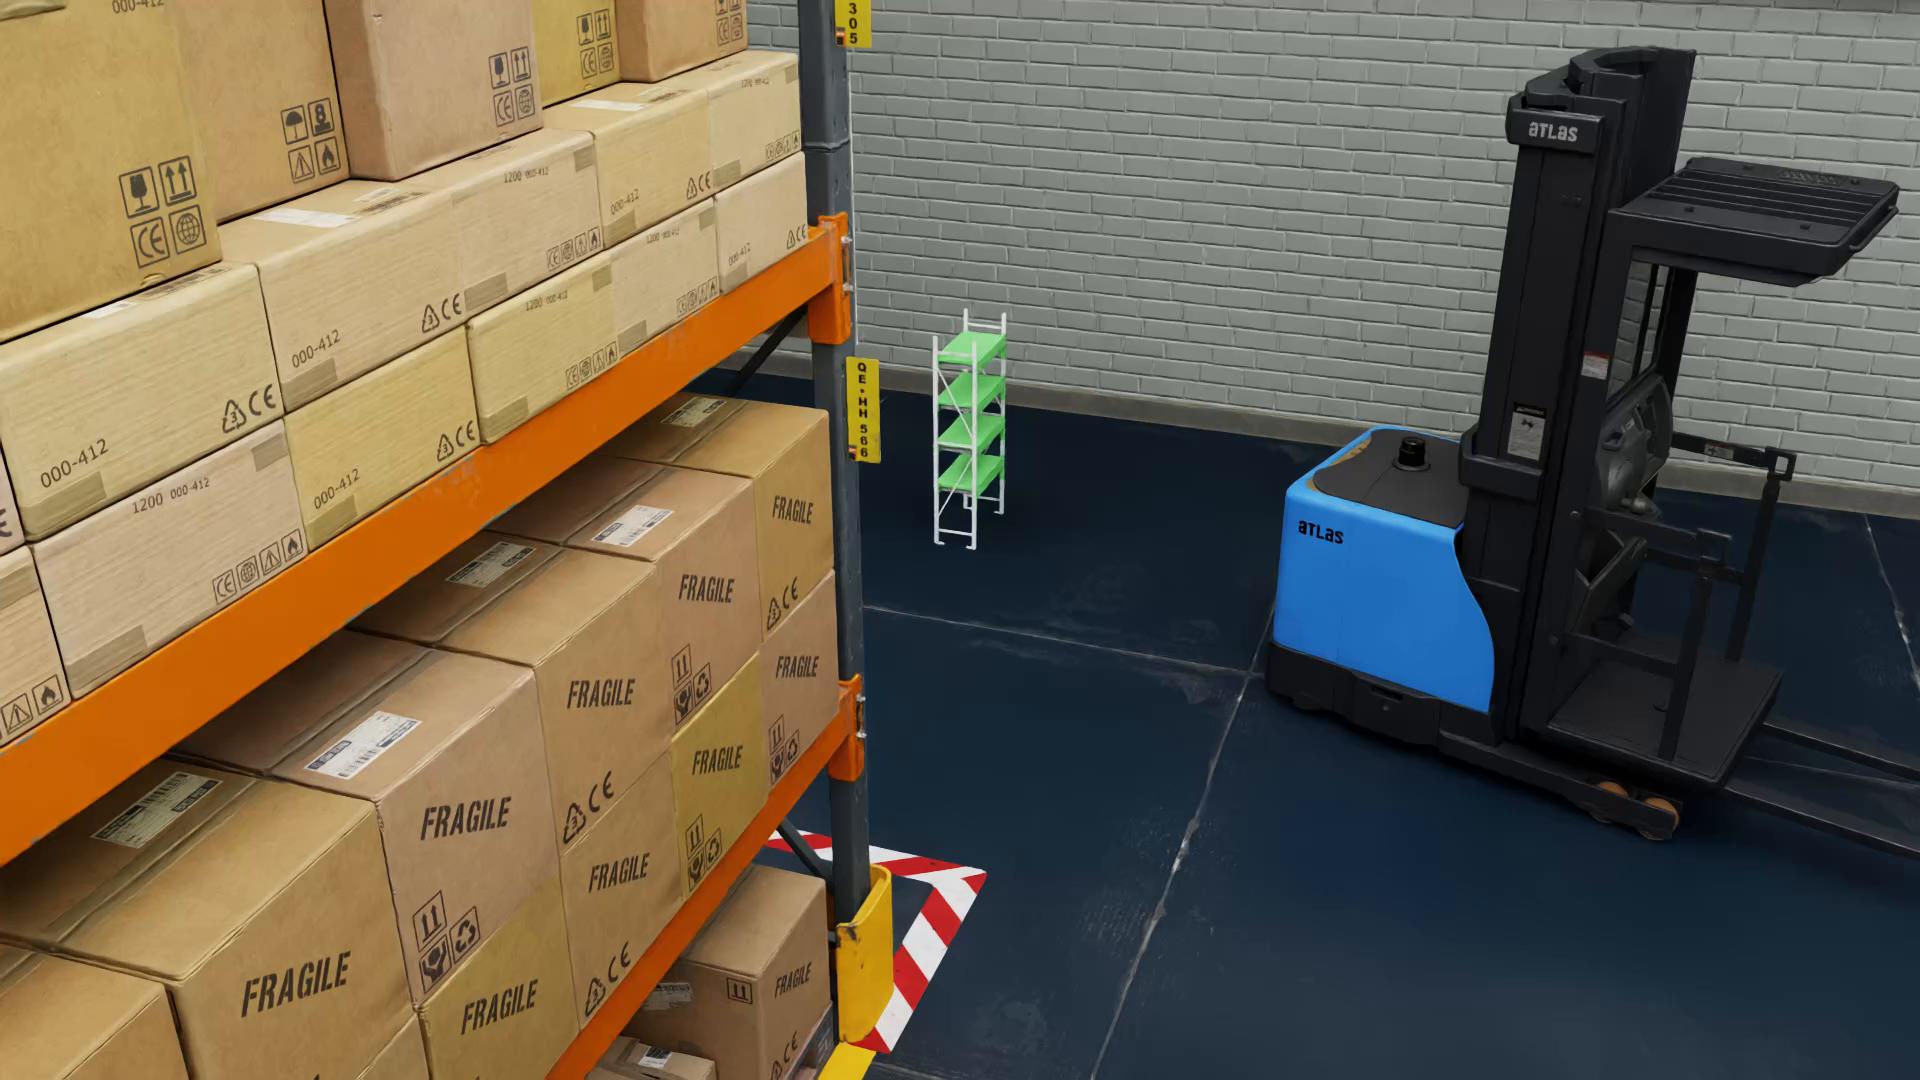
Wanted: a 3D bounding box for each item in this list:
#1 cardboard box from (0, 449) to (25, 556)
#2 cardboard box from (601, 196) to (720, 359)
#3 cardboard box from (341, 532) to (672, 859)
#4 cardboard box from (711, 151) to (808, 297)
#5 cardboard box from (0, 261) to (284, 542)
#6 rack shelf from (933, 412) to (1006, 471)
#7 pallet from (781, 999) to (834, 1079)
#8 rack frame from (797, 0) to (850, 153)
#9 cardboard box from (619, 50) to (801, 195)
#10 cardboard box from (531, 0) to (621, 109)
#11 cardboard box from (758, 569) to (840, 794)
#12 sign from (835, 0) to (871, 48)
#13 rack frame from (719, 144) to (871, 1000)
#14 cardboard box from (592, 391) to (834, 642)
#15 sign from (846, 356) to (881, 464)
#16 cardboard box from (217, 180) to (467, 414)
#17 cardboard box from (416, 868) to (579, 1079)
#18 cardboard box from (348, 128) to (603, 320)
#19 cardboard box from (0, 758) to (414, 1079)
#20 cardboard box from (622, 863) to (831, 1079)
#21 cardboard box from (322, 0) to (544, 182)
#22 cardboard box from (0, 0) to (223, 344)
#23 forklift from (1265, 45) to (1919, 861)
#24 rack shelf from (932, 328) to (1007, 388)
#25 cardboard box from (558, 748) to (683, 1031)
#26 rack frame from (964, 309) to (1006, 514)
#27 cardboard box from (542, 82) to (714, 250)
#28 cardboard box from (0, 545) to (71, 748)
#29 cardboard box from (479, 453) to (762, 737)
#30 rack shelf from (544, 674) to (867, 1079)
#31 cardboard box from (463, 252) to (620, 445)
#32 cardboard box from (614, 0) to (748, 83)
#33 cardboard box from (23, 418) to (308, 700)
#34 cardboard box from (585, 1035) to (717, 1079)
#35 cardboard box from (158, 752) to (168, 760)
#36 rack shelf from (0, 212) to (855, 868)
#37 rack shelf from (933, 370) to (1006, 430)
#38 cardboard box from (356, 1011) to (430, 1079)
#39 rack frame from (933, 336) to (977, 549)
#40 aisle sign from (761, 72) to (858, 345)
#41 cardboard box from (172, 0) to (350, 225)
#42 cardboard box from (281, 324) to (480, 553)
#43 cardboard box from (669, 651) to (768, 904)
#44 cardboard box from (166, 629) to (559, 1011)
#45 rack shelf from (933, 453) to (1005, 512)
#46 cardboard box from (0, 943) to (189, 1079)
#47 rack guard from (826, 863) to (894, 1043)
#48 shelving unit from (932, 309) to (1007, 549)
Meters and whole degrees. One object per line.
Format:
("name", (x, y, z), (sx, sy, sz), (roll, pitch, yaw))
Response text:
("cardboard box", (-1.571, -0.041, 2.048), (0.500, 0.250, 0.500), (9, 27, 17))
("cardboard box", (-0.900, -0.637, 3.853), (0.500, 0.250, 0.500), (9, 27, 17))
("cardboard box", (-1.025, 0.342, 3.840), (0.500, 0.500, 0.500), (10, 27, 19))
("cardboard box", (-0.723, -0.840, 4.274), (0.500, 0.250, 0.500), (9, 27, 17))
("cardboard box", (-1.394, -0.244, 2.469), (0.500, 0.250, 0.500), (9, 27, 17))
("rack shelf", (0.055, -0.551, 9.157), (0.258, 0.148, 0.480), (9, 27, 17))
("pallet", (-1.091, 1.807, 5.276), (1.003, 0.211, 1.213), (9, 27, 17))
("rack frame", (-0.801, -2.507, 4.103), (1.000, 3.000, 0.127), (9, 27, 17))
("cardboard box", (-0.732, -1.067, 4.168), (0.500, 0.250, 0.500), (9, 27, 17))
("cardboard box", (-1.203, -1.246, 3.677), (0.700, 0.500, 0.500), (9, 27, 17))
("cardboard box", (-0.693, 0.371, 4.926), (0.500, 0.500, 0.500), (10, 27, 19))
("sign", (-0.284, -1.467, 4.380), (0.100, 0.325, 0.005), (9, 27, 17))
("rack frame", (-0.801, 0.193, 5.410), (1.000, 3.000, 0.127), (9, 27, 17))
("cardboard box", (-0.690, -0.080, 4.710), (0.500, 0.500, 0.500), (9, 27, 17))
("sign", (-0.284, -0.382, 4.905), (0.100, 0.325, 0.005), (9, 27, 17))
("cardboard box", (-1.228, -0.450, 2.893), (0.500, 0.250, 0.500), (9, 27, 17))
("cardboard box", (-1.202, 0.996, 3.636), (0.500, 0.500, 0.500), (8, 27, 17))
("cardboard box", (-1.068, -0.656, 3.320), (0.500, 0.250, 0.500), (9, 27, 17))
("cardboard box", (-1.367, 0.765, 2.965), (0.500, 0.500, 0.500), (8, 27, 16))
("cardboard box", (-0.750, 1.379, 5.323), (0.500, 0.500, 0.500), (9, 27, 17))
("cardboard box", (-1.268, -1.025, 3.220), (0.700, 0.500, 0.500), (9, 27, 17))
("cardboard box", (-1.546, -0.605, 2.354), (0.700, 0.500, 0.500), (9, 27, 17))
("forklift", (2.898, -0.366, 6.643), (3.031, 2.935, 1.130), (18, 31, 33))
("rack shelf", (0.055, -0.983, 8.948), (0.258, 0.148, 0.480), (9, 27, 17))
("cardboard box", (-1.034, 0.789, 4.063), (0.500, 0.500, 0.500), (9, 27, 18))
("rack frame", (0.136, -0.708, 9.336), (0.240, 1.200, 0.015), (9, 27, 17))
("cardboard box", (-0.898, -0.861, 3.743), (0.500, 0.250, 0.500), (9, 27, 17))
("cardboard box", (-1.567, 0.185, 2.156), (0.500, 0.250, 0.500), (9, 27, 17))
("cardboard box", (-0.857, 0.128, 4.281), (0.500, 0.500, 0.500), (10, 27, 19))
("rack shelf", (-1.467, 1.338, 3.869), (1.077, 0.370, 4.000), (9, 27, 17))
("cardboard box", (-1.054, -0.429, 3.425), (0.500, 0.250, 0.500), (9, 27, 17))
("cardboard box", (-0.957, -1.439, 4.076), (0.700, 0.500, 0.500), (9, 27, 17))
("cardboard box", (-1.399, -0.020, 2.580), (0.500, 0.250, 0.500), (9, 27, 17))
("cardboard box", (-0.969, 1.682, 5.079), (0.380, 0.166, 0.250), (9, 27, 17))
("cardboard box", (-1.703, 0.472, 3.572), (0.500, 0.500, 0.500), (8, 27, 17))
("rack shelf", (-1.467, -0.012, 3.215), (1.077, 0.370, 4.000), (9, 27, 17))
("rack shelf", (0.055, -0.767, 9.052), (0.258, 0.148, 0.480), (9, 27, 17))
("cardboard box", (-1.370, 1.205, 3.204), (0.500, 0.500, 0.500), (9, 27, 17))
("rack frame", (-0.026, -0.508, 8.922), (0.240, 1.200, 0.015), (9, 27, 17))
("aisle sign", (-0.489, -0.961, 4.810), (0.394, 0.787, 0.004), (9, 27, 17))
("cardboard box", (-1.523, -0.833, 2.824), (0.700, 0.500, 0.500), (9, 27, 17))
("cardboard box", (-1.236, -0.226, 3.005), (0.500, 0.250, 0.500), (9, 27, 17))
("cardboard box", (-0.863, 0.585, 4.485), (0.500, 0.500, 0.500), (9, 27, 18))
("cardboard box", (-1.196, 0.553, 3.404), (0.500, 0.500, 0.500), (10, 27, 19))
("rack shelf", (0.055, -0.335, 9.261), (0.258, 0.148, 0.480), (9, 27, 17))
("cardboard box", (-1.539, 0.977, 2.529), (0.500, 0.500, 0.500), (8, 27, 16))
("rack guard", (-0.826, 1.349, 5.890), (1.175, 0.500, 0.348), (9, 27, 17))
("shelving unit", (0.055, -0.608, 9.129), (0.258, 1.200, 0.503), (9, 27, 17))
